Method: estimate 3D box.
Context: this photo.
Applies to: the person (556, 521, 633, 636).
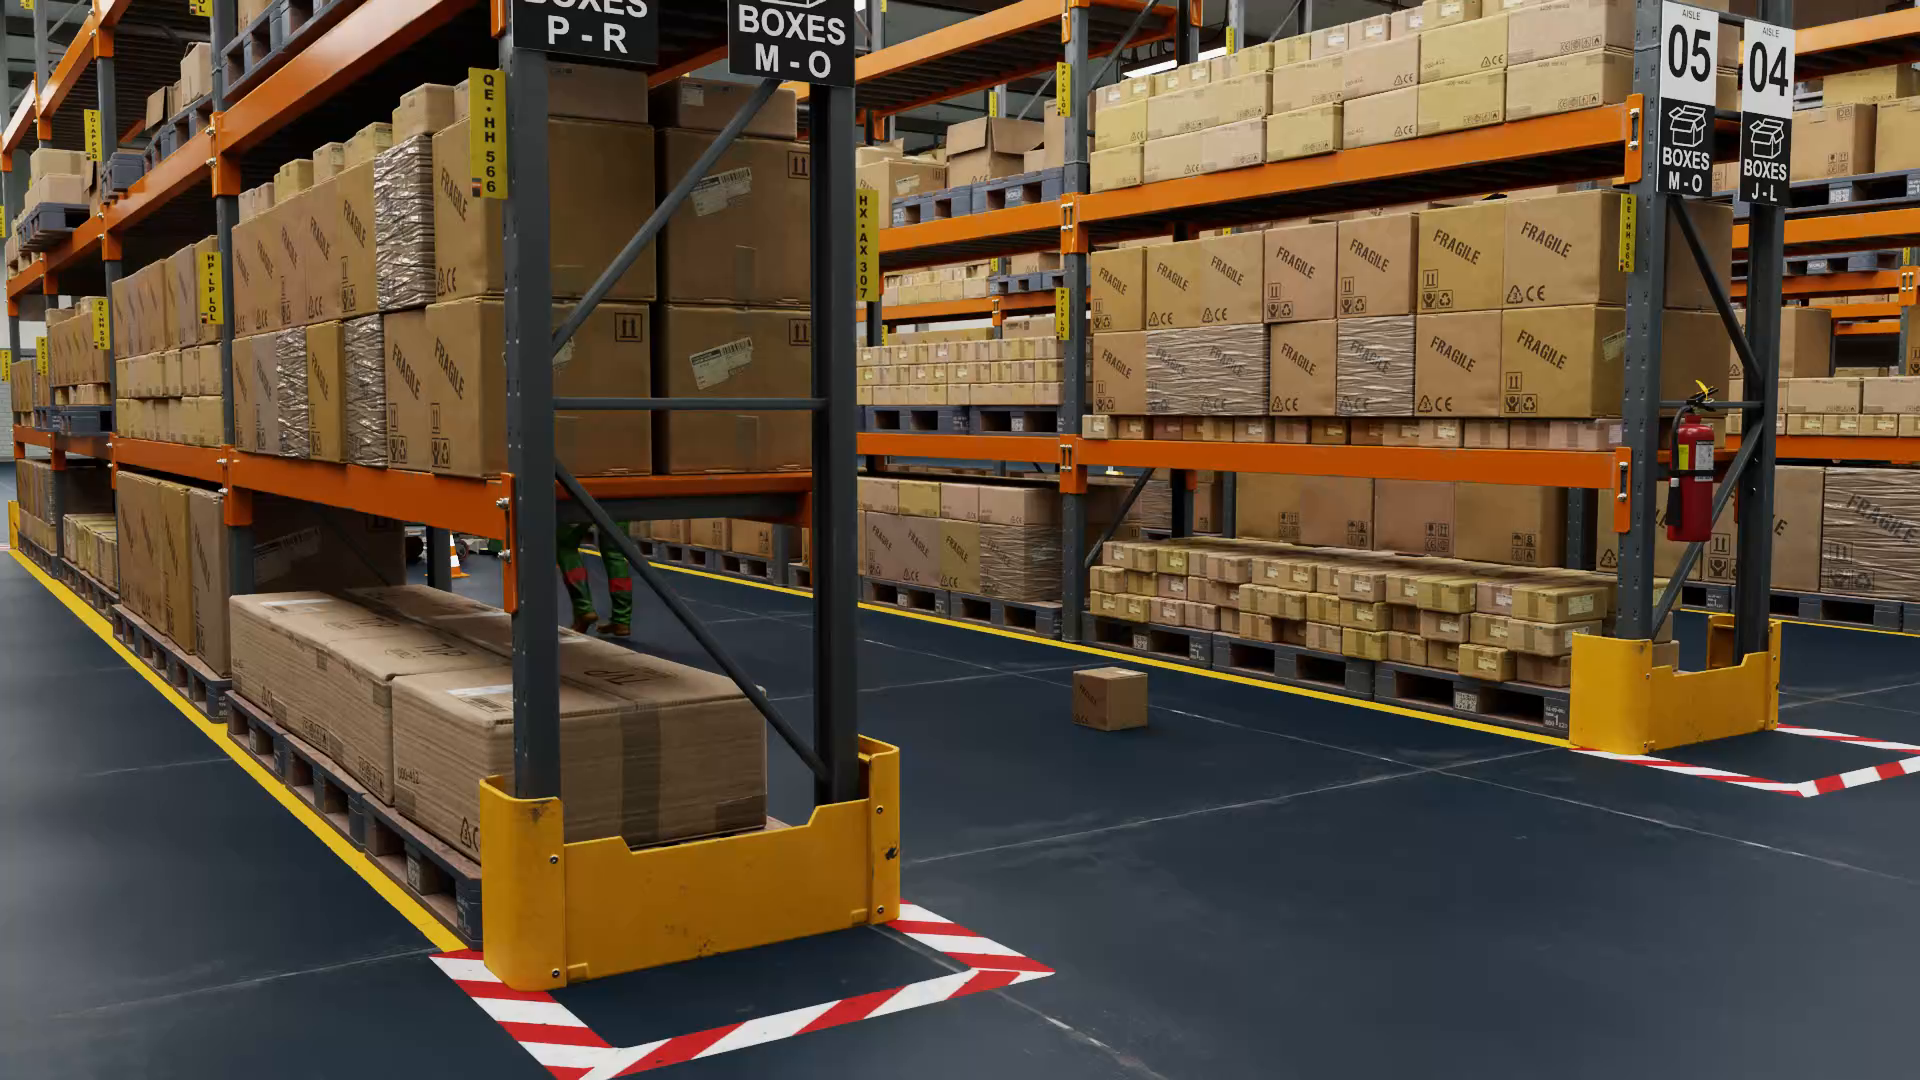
[{"bbox_3d":[-2.351,-0.251,10.744,0.501,1.833,0.589,4,6,43],"label":"person"}]
